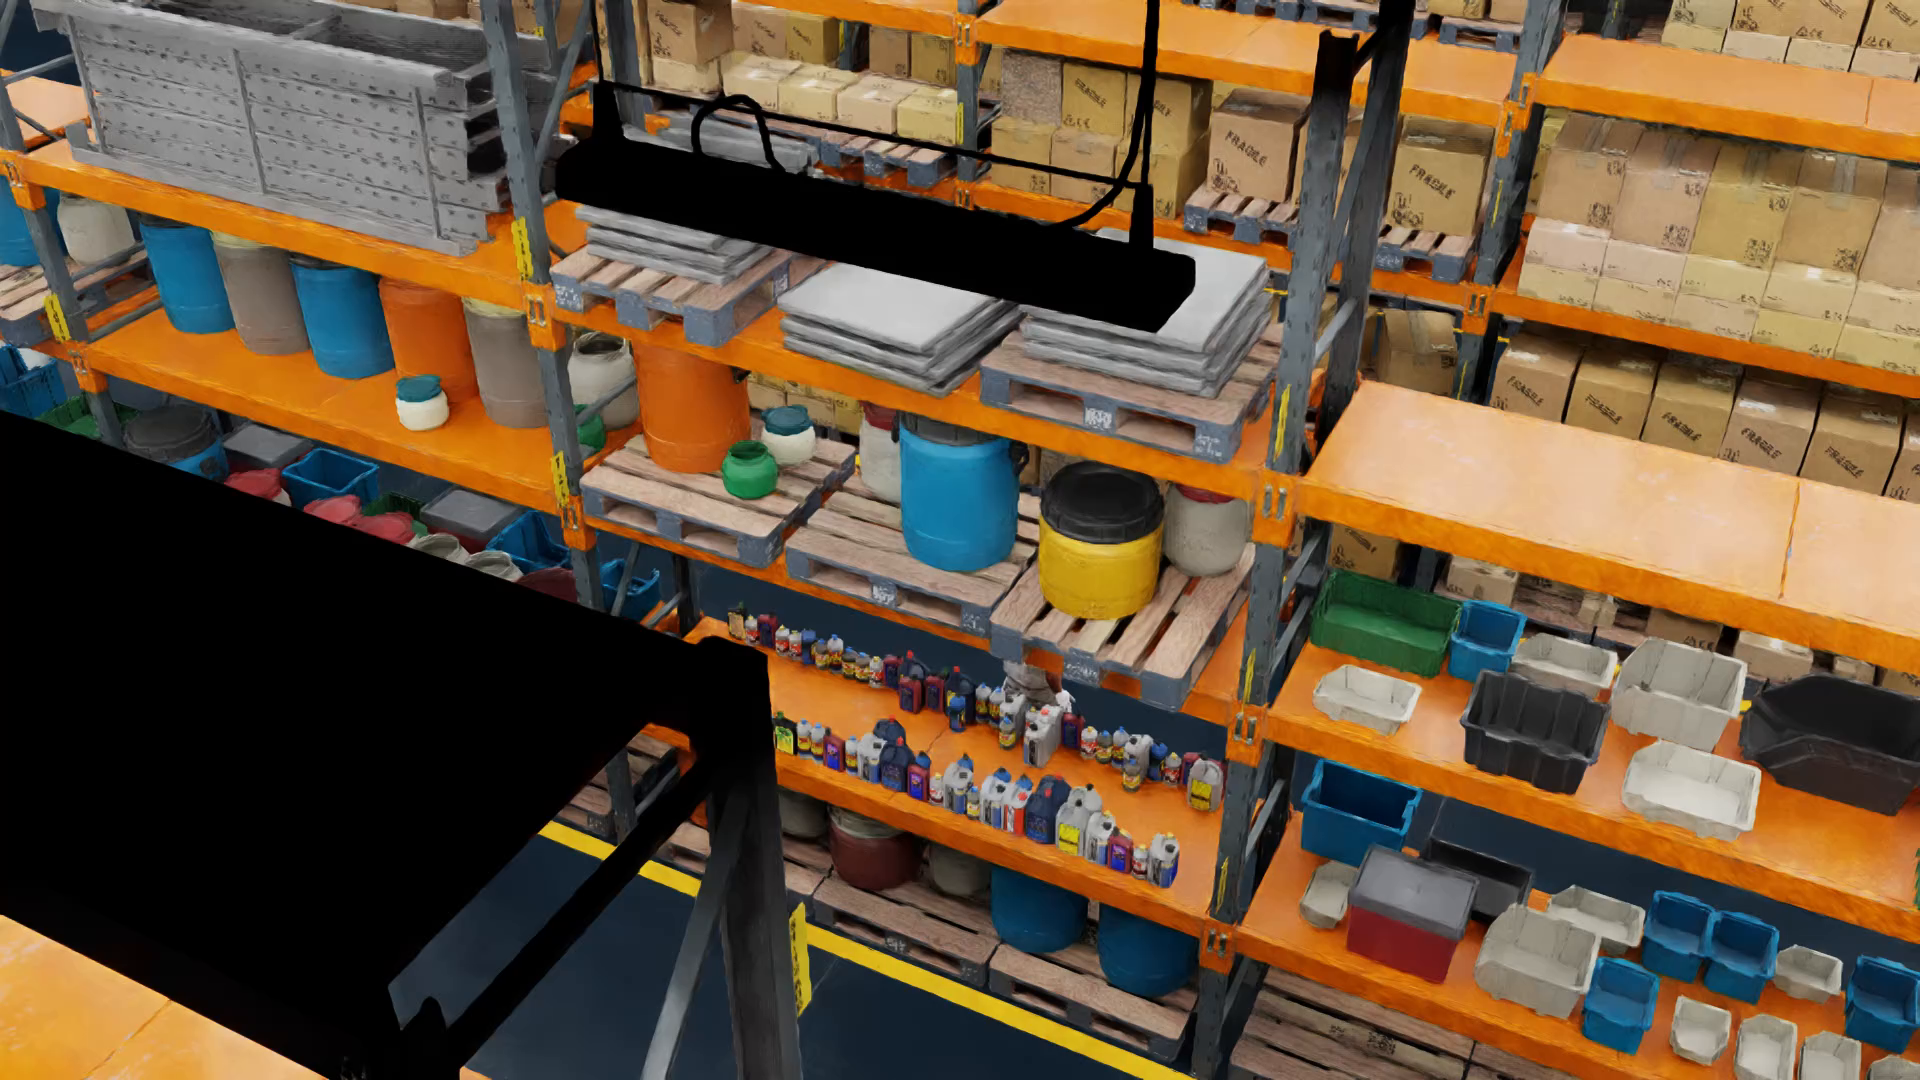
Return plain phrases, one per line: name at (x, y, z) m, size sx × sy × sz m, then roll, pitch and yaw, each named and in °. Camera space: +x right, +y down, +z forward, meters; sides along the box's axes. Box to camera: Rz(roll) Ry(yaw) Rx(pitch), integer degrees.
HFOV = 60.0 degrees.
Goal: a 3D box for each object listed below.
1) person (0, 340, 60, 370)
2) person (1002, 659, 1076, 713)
person at (-8.418, -1.728, 14.893) m, size 1.099 × 1.623 × 0.575 m, roll 23°, pitch 41°, yaw 29°
person at (0.543, 0.886, 11.031) m, size 0.570 × 1.786 × 0.653 m, roll -23°, pitch 41°, yaw -29°
